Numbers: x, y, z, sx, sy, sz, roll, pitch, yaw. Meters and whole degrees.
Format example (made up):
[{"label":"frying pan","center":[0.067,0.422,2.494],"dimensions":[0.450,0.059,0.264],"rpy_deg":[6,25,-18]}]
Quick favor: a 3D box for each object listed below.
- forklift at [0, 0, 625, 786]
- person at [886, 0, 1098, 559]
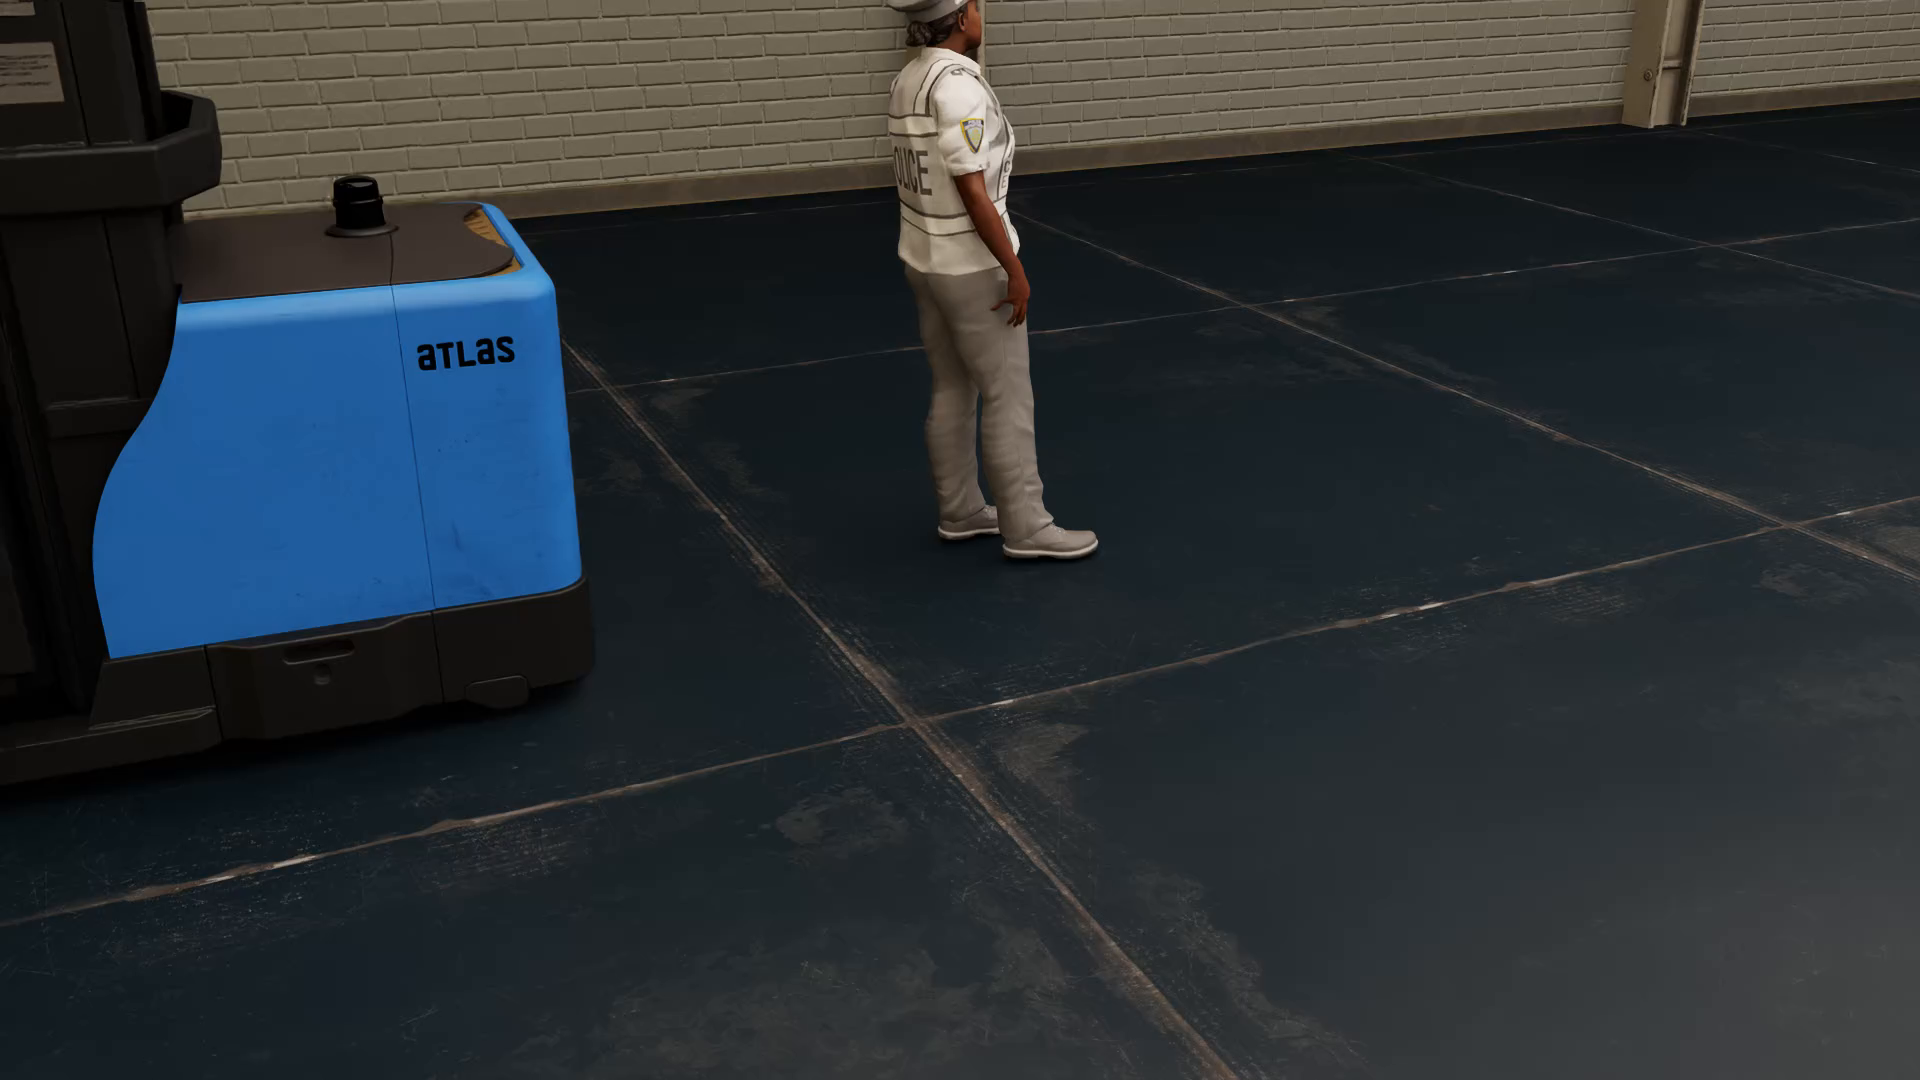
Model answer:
[{"label":"forklift","center":[-2.414,-0.931,3.527],"dimensions":[3.031,2.935,1.130],"rpy_deg":[-9,24,-20]},{"label":"person","center":[0.076,-0.795,4.792],"dimensions":[0.528,1.697,0.570],"rpy_deg":[-10,25,-23]}]
